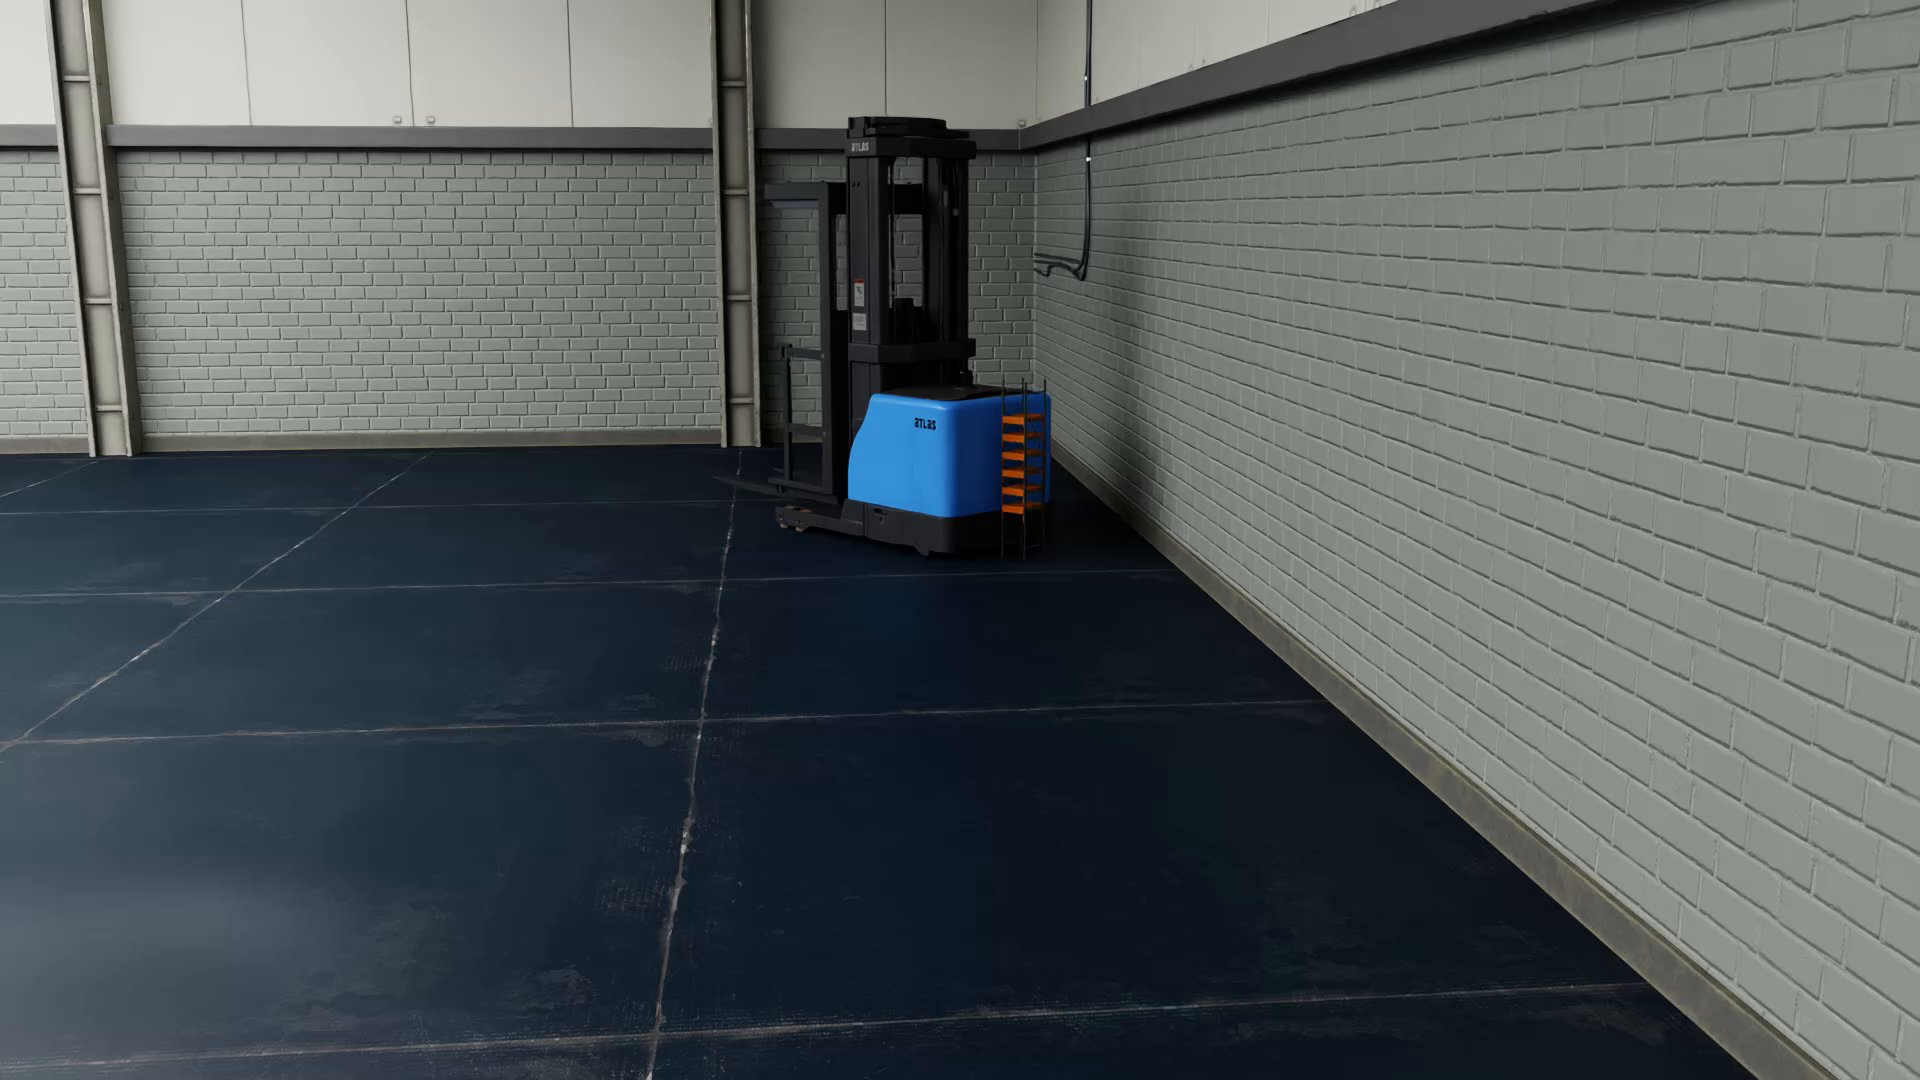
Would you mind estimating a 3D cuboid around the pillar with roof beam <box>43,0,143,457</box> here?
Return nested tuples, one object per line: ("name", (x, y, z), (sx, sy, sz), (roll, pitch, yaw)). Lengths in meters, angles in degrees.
("pillar with roof beam", (-7.696, -4.422, 11.035), (0.400, 9.000, 9.100), (-1, 11, -6))

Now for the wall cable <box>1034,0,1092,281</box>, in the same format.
("wall cable", (0.875, -3.657, 15.192), (0.112, 2.526, 3.097), (-1, 11, -6))

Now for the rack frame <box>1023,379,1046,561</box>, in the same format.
("rack frame", (0.501, -0.469, 11.141), (0.006, 1.200, 0.240), (9, 14, 37))

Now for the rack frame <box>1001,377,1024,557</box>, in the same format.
("rack frame", (0.357, -0.490, 11.252), (0.006, 1.200, 0.240), (9, 14, 37))

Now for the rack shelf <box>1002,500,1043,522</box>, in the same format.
("rack shelf", (0.429, -0.200, 11.251), (0.180, 0.103, 0.258), (9, 14, 37))

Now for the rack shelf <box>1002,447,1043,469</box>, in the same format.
("rack shelf", (0.429, -0.554, 11.181), (0.180, 0.103, 0.258), (9, 14, 37))

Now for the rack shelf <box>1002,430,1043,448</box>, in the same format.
("rack shelf", (0.429, -0.671, 11.158), (0.180, 0.103, 0.258), (9, 14, 37))

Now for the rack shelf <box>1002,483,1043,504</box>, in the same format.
("rack shelf", (0.429, -0.318, 11.228), (0.180, 0.103, 0.258), (9, 14, 37))

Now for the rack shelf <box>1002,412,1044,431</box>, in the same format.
("rack shelf", (0.429, -0.789, 11.135), (0.180, 0.103, 0.258), (9, 14, 37))

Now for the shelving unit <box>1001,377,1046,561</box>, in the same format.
("shelving unit", (0.429, -0.480, 11.196), (0.189, 1.200, 0.258), (9, 14, 37))

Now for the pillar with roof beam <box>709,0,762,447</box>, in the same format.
("pillar with roof beam", (-1.731, -4.547, 11.671), (0.400, 9.000, 9.100), (-1, 11, -6))

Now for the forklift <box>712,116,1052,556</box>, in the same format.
("forklift", (-0.718, -1.554, 12.175), (1.130, 2.935, 3.031), (-10, 15, -41))

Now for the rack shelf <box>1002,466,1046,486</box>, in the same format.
("rack shelf", (0.429, -0.436, 11.205), (0.180, 0.103, 0.258), (9, 14, 37))
